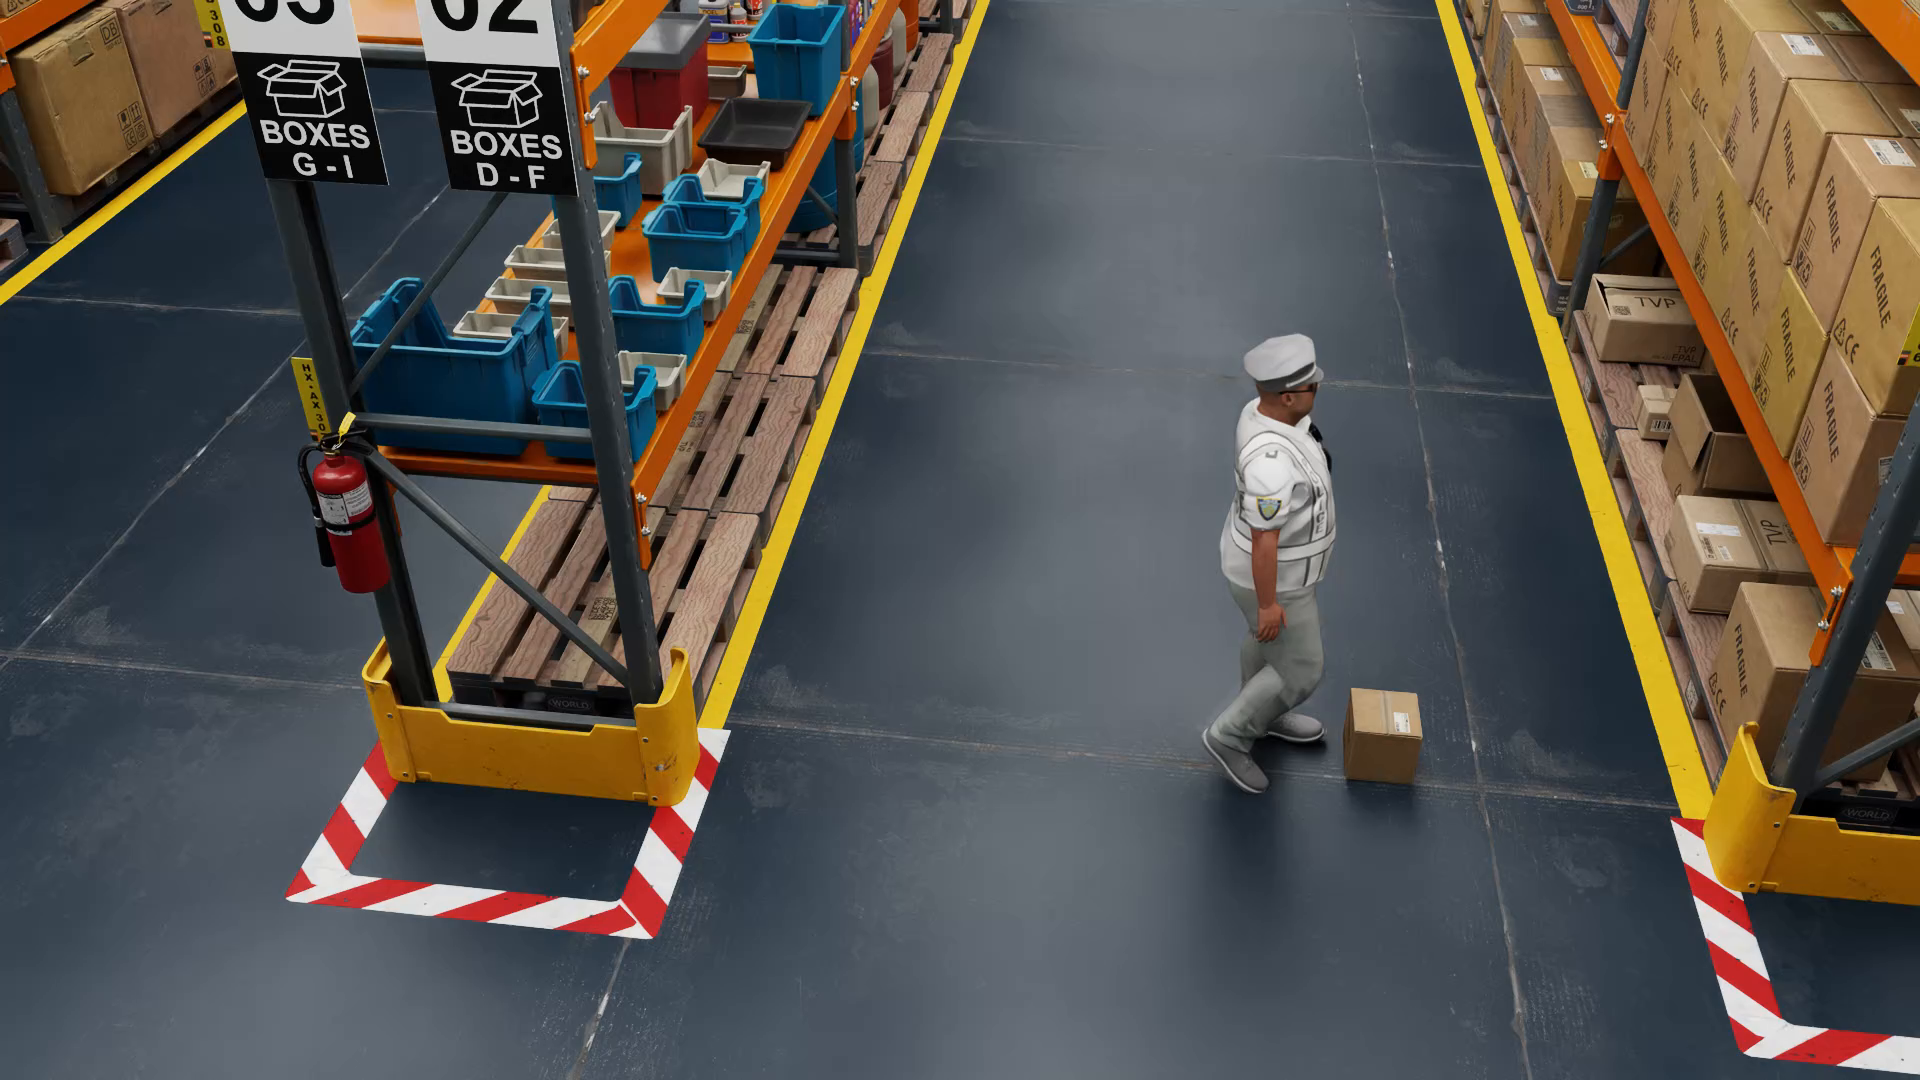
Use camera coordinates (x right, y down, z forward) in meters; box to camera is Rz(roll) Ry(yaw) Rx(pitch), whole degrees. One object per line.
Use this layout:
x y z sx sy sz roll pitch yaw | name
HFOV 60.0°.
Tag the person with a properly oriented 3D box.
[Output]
1.175 0.096 5.993 0.488 1.815 0.567 4 36 6 | person
